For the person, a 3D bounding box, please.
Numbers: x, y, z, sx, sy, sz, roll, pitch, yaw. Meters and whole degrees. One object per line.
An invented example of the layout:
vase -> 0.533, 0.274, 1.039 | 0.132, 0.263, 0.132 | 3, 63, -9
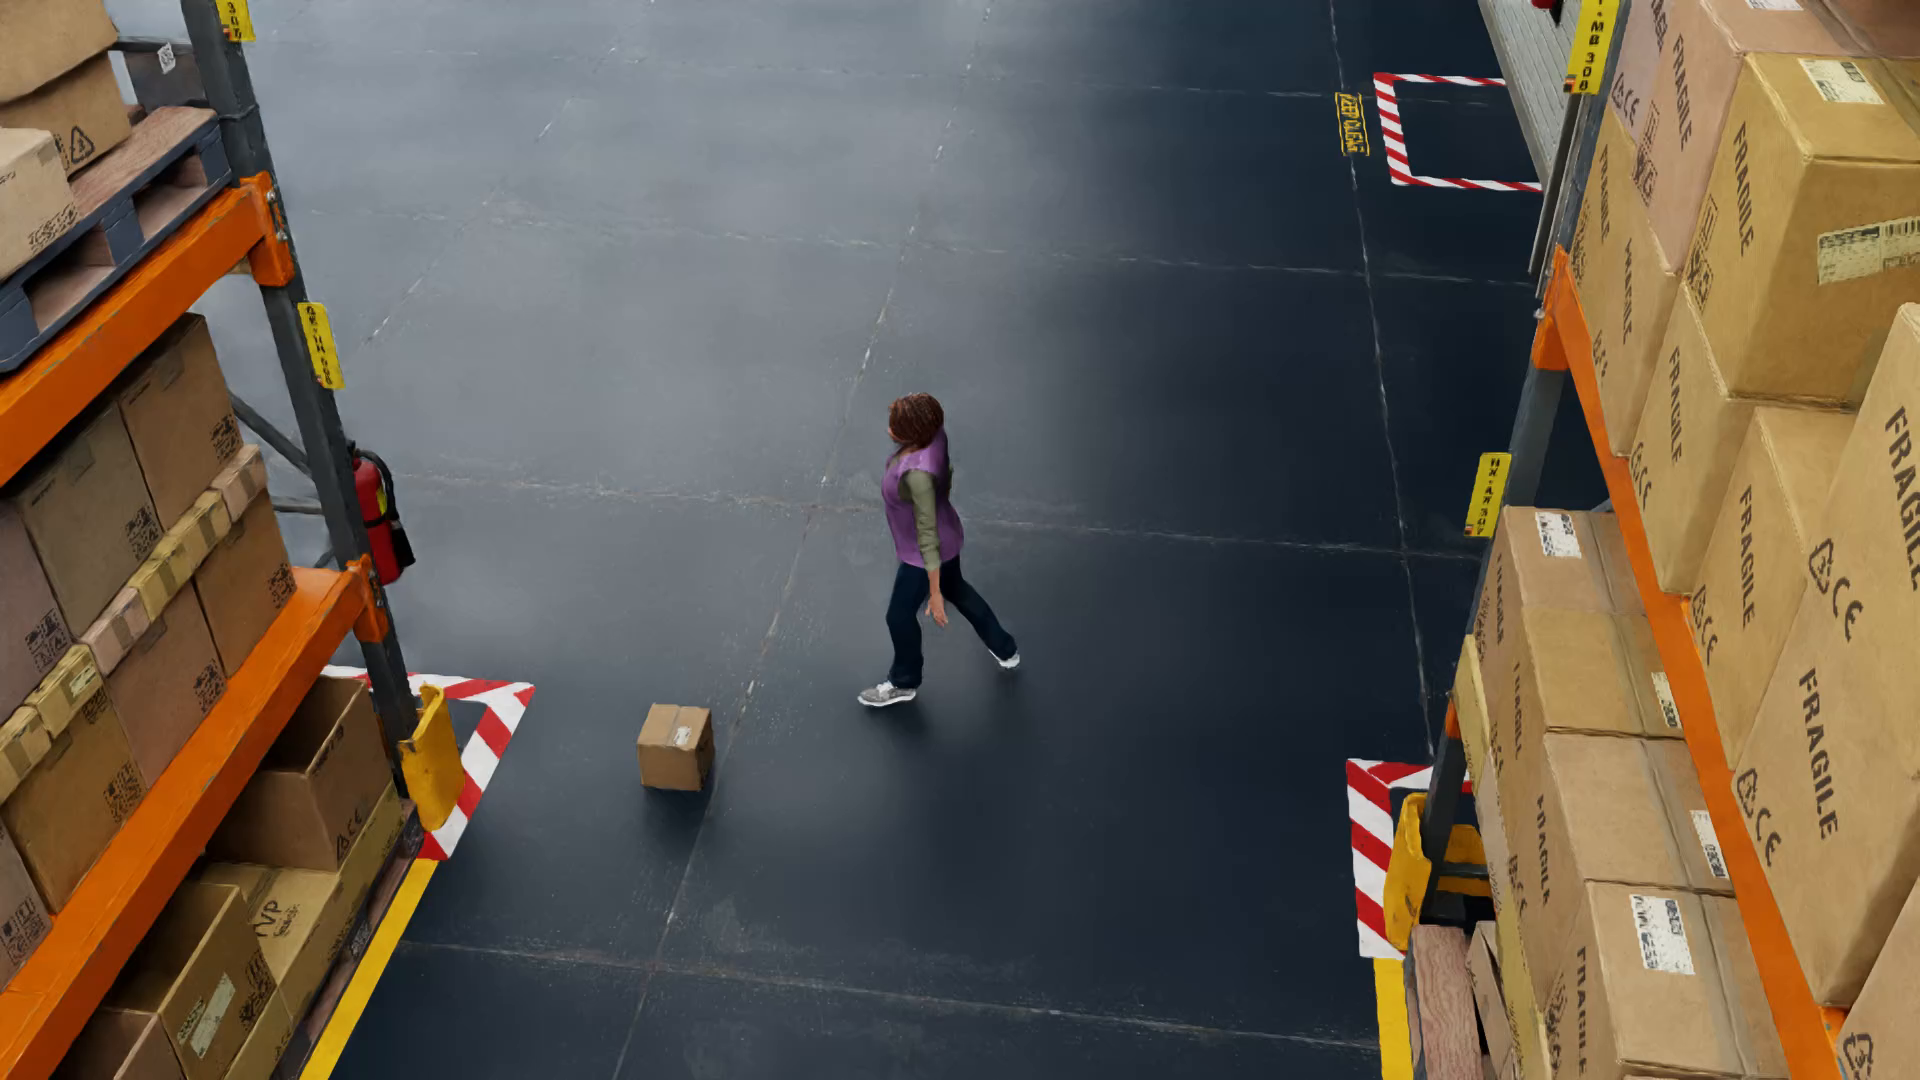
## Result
person -> -0.093, 0.066, 6.973 | 0.708, 1.554, 0.684 | 2, 37, 3
